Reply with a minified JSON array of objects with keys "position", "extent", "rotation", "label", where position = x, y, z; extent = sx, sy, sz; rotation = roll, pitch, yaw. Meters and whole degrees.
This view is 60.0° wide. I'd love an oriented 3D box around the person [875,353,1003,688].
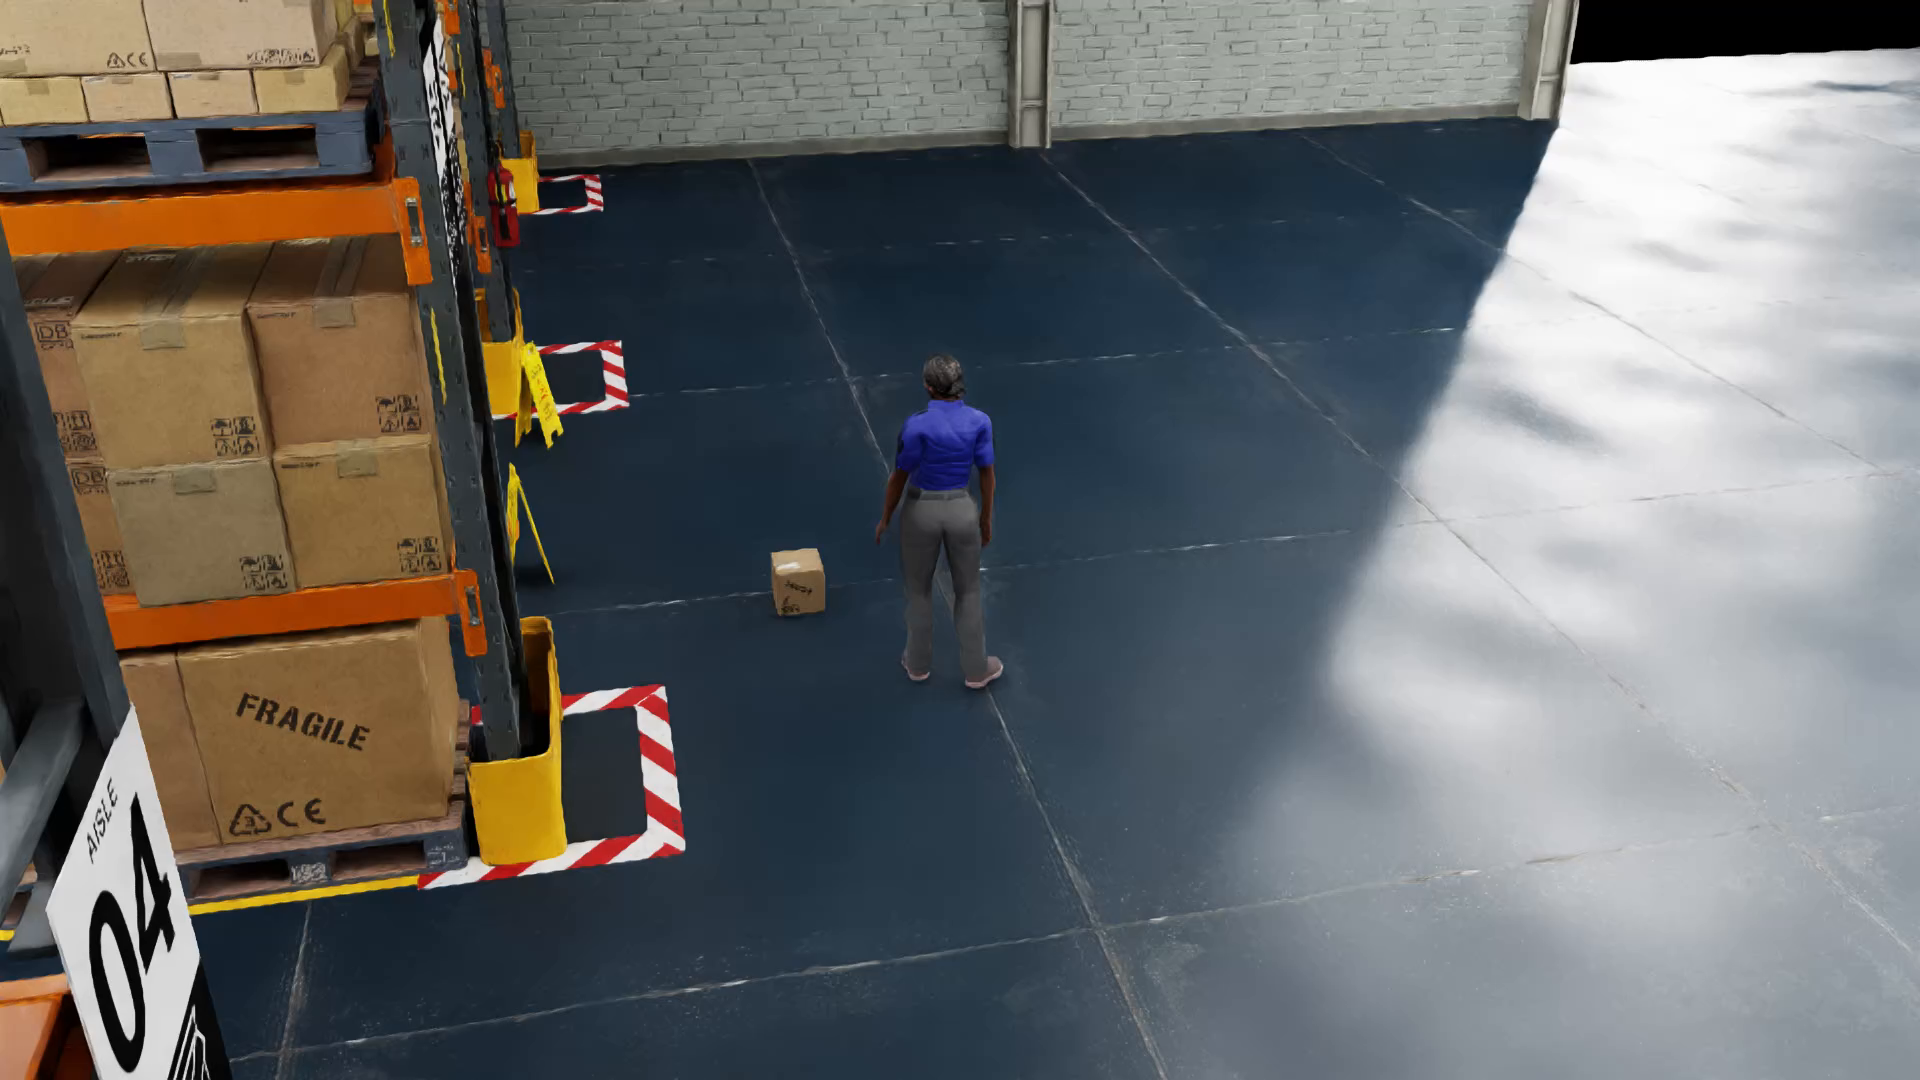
[{"position":[-0.092,-0.088,7.759],"extent":[0.605,1.662,0.430],"rotation":[-7,28,-14],"label":"person"}]
